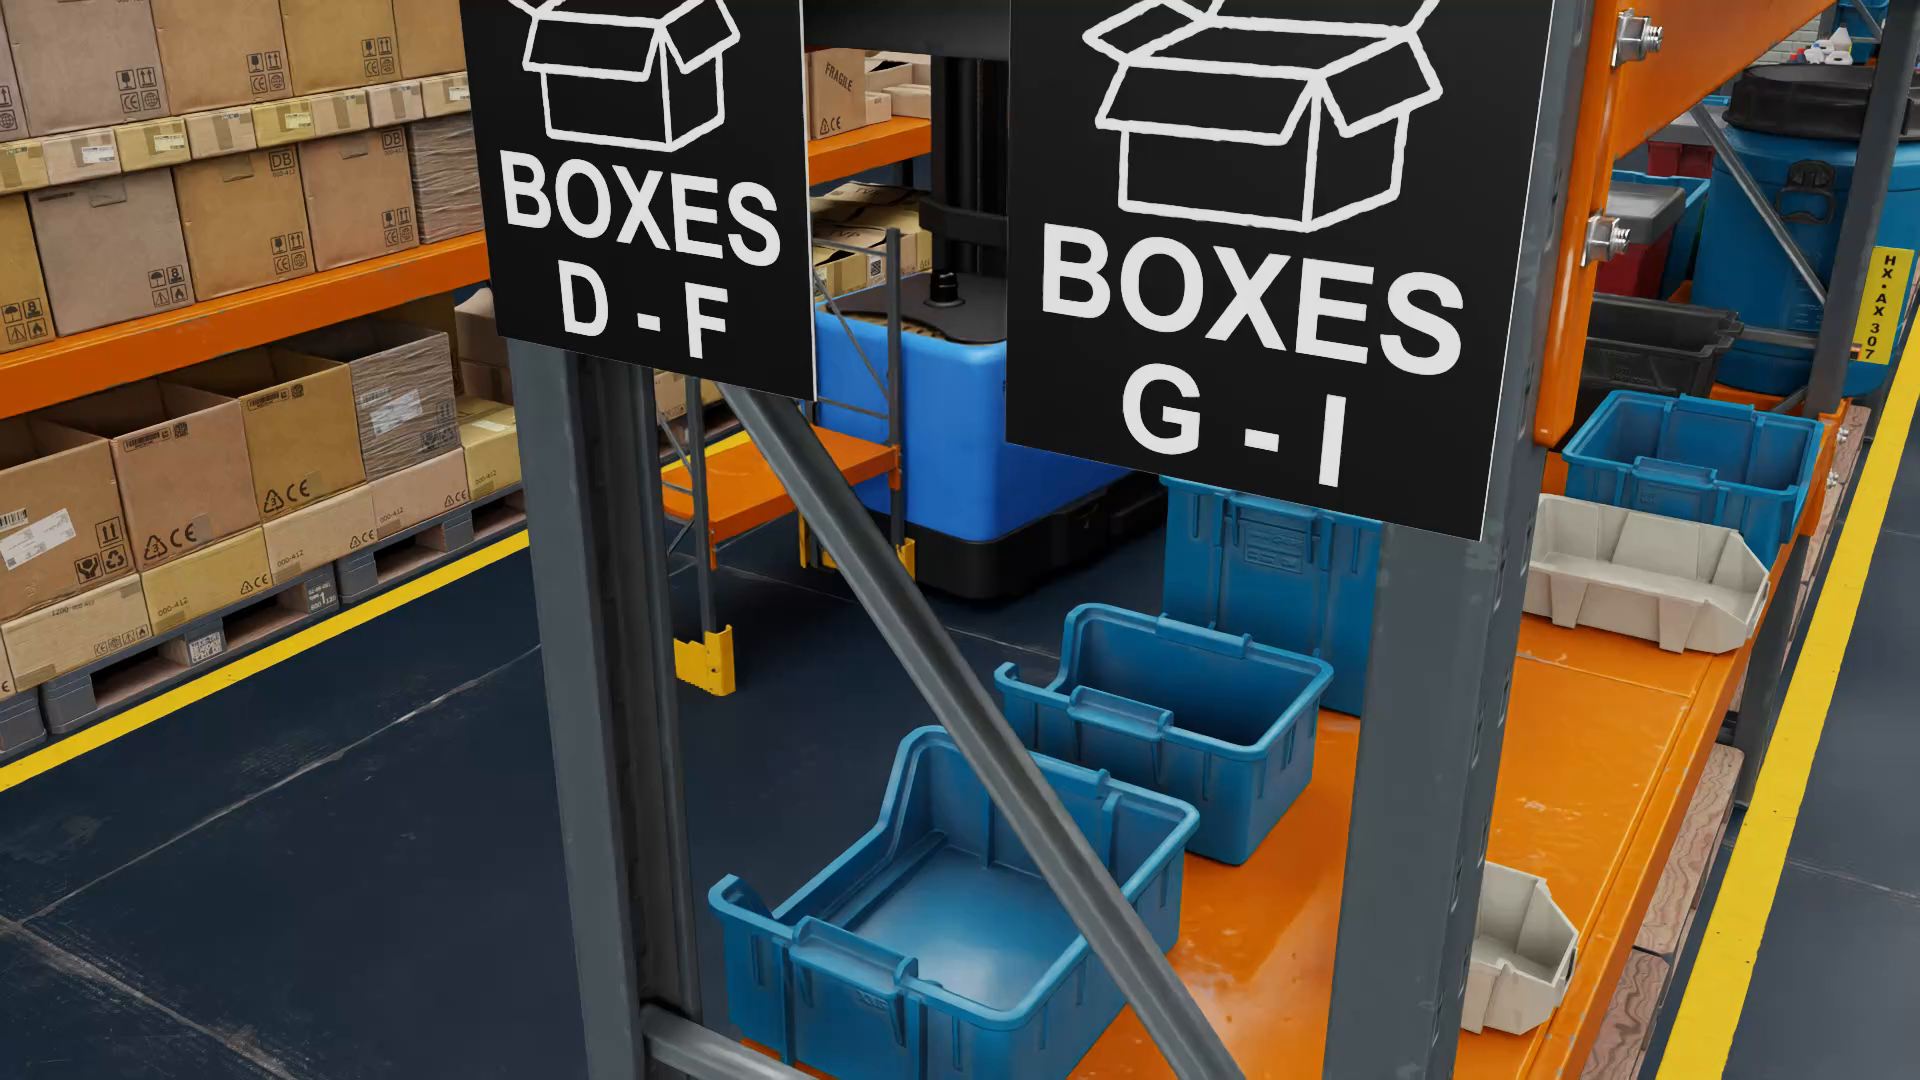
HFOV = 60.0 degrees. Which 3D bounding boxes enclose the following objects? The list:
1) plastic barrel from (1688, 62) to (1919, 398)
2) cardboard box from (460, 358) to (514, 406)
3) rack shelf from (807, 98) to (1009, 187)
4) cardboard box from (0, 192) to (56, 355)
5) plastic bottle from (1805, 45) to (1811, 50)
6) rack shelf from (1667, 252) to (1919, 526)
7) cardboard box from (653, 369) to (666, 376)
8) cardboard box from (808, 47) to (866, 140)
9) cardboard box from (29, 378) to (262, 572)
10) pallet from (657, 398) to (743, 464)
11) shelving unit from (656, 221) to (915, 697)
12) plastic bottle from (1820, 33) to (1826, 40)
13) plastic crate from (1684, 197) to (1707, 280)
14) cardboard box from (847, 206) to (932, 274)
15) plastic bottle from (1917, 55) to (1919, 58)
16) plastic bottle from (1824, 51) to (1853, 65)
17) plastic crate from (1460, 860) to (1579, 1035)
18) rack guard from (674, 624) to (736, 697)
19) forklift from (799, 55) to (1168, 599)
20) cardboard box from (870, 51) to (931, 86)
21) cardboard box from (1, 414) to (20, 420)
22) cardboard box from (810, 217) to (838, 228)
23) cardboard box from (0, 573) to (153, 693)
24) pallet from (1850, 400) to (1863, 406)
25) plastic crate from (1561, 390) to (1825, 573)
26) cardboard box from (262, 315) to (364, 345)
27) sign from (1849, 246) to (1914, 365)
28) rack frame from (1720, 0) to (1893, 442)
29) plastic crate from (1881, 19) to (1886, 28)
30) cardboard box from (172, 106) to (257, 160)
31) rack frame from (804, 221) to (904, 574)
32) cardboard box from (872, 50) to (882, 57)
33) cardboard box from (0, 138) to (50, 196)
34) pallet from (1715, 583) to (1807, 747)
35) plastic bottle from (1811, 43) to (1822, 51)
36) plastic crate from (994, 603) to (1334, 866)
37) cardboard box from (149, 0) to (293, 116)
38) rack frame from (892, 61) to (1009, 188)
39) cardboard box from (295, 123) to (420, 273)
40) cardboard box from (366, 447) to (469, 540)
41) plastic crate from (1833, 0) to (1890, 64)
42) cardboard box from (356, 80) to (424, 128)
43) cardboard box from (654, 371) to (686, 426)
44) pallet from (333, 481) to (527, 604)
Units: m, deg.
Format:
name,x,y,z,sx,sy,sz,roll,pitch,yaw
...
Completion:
name,x,y,z,sx,sy,sz,roll,pitch,yaw
plastic barrel,2.566,-0.941,5.018,0.600,0.901,0.708,14,27,29
cardboard box,-2.129,-0.815,8.290,0.500,0.250,0.500,14,27,28
rack shelf,-1.047,-2.029,9.066,1.077,0.370,4.000,14,27,29
cardboard box,-3.415,-0.879,5.379,0.700,0.500,0.500,14,27,29
plastic bottle,5.300,-2.957,10.451,0.061,0.283,0.133,14,27,29
rack shelf,3.160,-0.989,6.665,1.077,0.370,4.000,14,27,29
cardboard box,-1.672,-0.959,7.917,0.500,0.311,0.500,14,27,29
cardboard box,-0.863,-2.510,9.146,0.500,0.500,0.500,12,26,26
cardboard box,-2.946,-0.249,6.038,0.500,0.500,0.500,14,27,29
pallet,-1.746,-0.661,8.511,1.003,0.211,1.213,14,27,29
shelving unit,-0.740,-0.363,6.202,0.587,1.500,1.083,18,29,35
plastic bottle,5.698,-3.212,11.040,0.061,0.283,0.133,14,27,29
plastic crate,2.784,-1.194,6.499,0.450,0.188,0.662,14,27,29
cardboard box,-0.327,-1.817,9.898,0.500,0.311,0.500,13,27,28
plastic bottle,5.817,-2.811,10.130,0.097,0.271,0.097,0,23,0
plastic bottle,5.398,-2.867,10.253,0.152,0.276,0.135,14,27,29
plastic crate,0.740,0.592,2.439,0.298,0.136,0.250,14,27,29
rack guard,-1.055,0.363,6.096,0.587,0.250,0.087,18,29,35
forklift,0.641,-1.628,7.320,1.130,2.935,3.031,18,29,35
cardboard box,-0.221,-2.879,10.238,0.500,0.311,0.500,16,28,32
cardboard box,-3.666,-0.193,5.908,0.500,0.500,0.500,14,27,29
cardboard box,-1.058,-1.756,9.757,0.500,0.311,0.500,13,27,28
cardboard box,-3.215,0.263,5.800,0.500,0.250,0.500,14,27,29
pallet,4.595,-0.990,9.270,1.003,0.211,1.213,14,27,29
plastic crate,1.752,-0.146,3.998,0.499,0.251,0.616,14,27,29
cardboard box,-2.869,-0.697,7.074,0.500,0.500,0.500,14,27,29
sign,2.566,-0.652,4.633,0.100,0.325,0.005,14,27,29
rack frame,4.215,-1.994,8.082,1.000,3.000,0.127,14,27,29
plastic crate,6.988,-3.902,12.744,0.293,0.136,0.466,14,27,29
cardboard box,-2.734,-1.462,5.910,0.380,0.149,0.250,15,27,30
rack frame,-0.425,-0.517,6.557,0.500,1.500,0.032,18,29,35
cardboard box,-1.070,-5.039,17.732,0.700,0.500,0.500,15,27,30
cardboard box,-3.144,-1.200,5.303,0.380,0.149,0.250,13,27,28
pallet,2.486,0.362,6.148,1.003,0.211,1.213,14,27,29
plastic bottle,5.479,-3.052,10.687,0.097,0.271,0.097,0,23,0
plastic crate,0.352,0.324,2.913,0.499,0.251,0.408,14,27,29
cardboard box,-2.860,-1.834,5.952,0.700,0.500,0.500,14,27,29
rack frame,0.008,-3.034,10.482,1.000,3.000,0.127,14,27,29
cardboard box,-2.603,-1.399,6.580,0.700,0.500,0.500,14,27,28
cardboard box,-2.433,-0.246,6.974,0.500,0.250,0.500,14,27,29
plastic crate,6.281,-3.594,11.720,0.392,0.384,0.575,14,27,29
cardboard box,-2.331,-1.719,6.502,0.380,0.149,0.250,13,27,27
cardboard box,-1.678,-0.699,8.021,0.500,0.250,0.500,13,27,28
pallet,-2.557,-0.144,7.318,1.003,0.211,1.213,14,27,29
